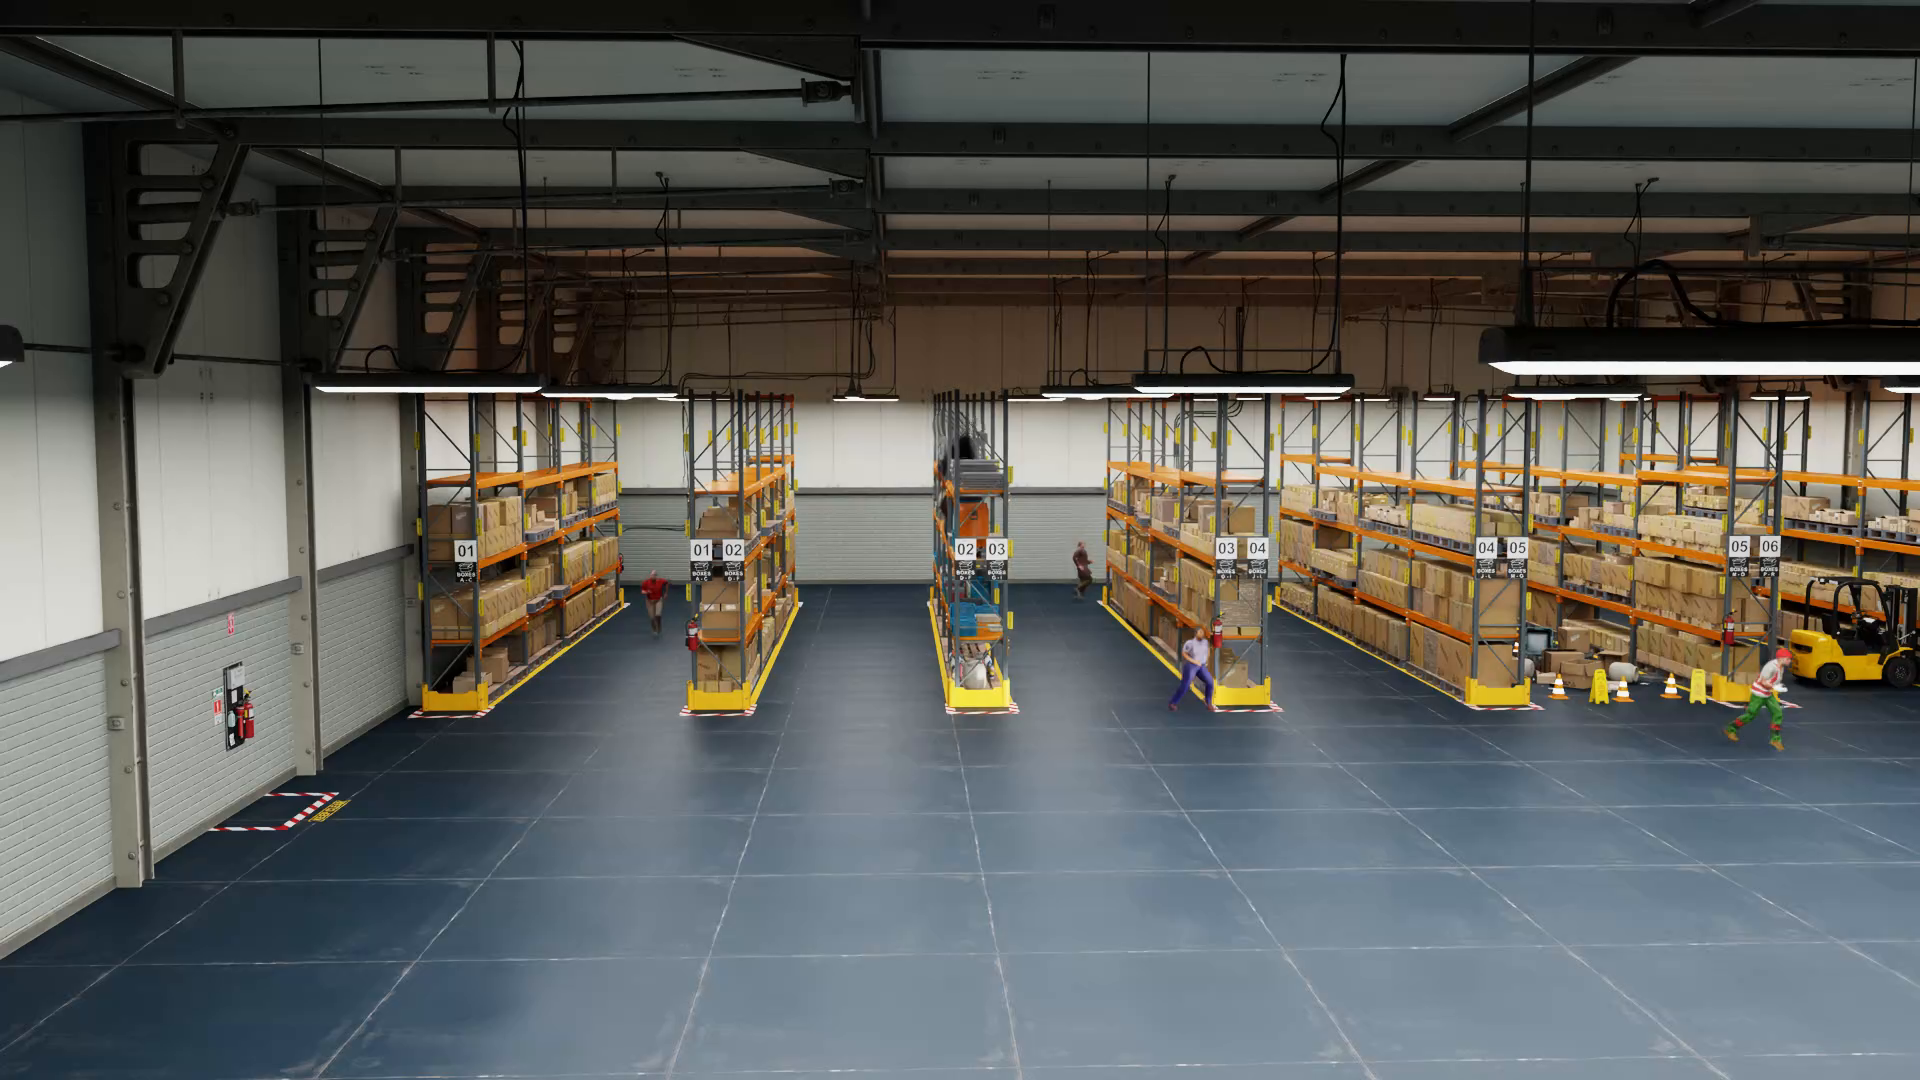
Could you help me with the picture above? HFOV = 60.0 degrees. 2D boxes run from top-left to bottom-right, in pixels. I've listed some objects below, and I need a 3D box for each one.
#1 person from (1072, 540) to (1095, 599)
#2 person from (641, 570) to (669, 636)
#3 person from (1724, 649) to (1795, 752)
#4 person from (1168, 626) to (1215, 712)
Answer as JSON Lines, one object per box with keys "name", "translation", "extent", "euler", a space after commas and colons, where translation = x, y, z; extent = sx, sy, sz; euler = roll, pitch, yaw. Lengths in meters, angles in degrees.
{"name": "person", "translation": [3.638, 0.865, 48.771], "extent": [0.673, 1.739, 0.690], "euler": [1, 5, 9]}
{"name": "person", "translation": [-7.490, 1.557, 40.839], "extent": [0.647, 1.645, 0.817], "euler": [0, 5, -5]}
{"name": "person", "translation": [13.330, 2.636, 27.747], "extent": [1.056, 1.731, 0.704], "euler": [4, 6, 42]}
{"name": "person", "translation": [4.369, 2.413, 31.024], "extent": [0.816, 1.621, 0.699], "euler": [-3, 5, -31]}
